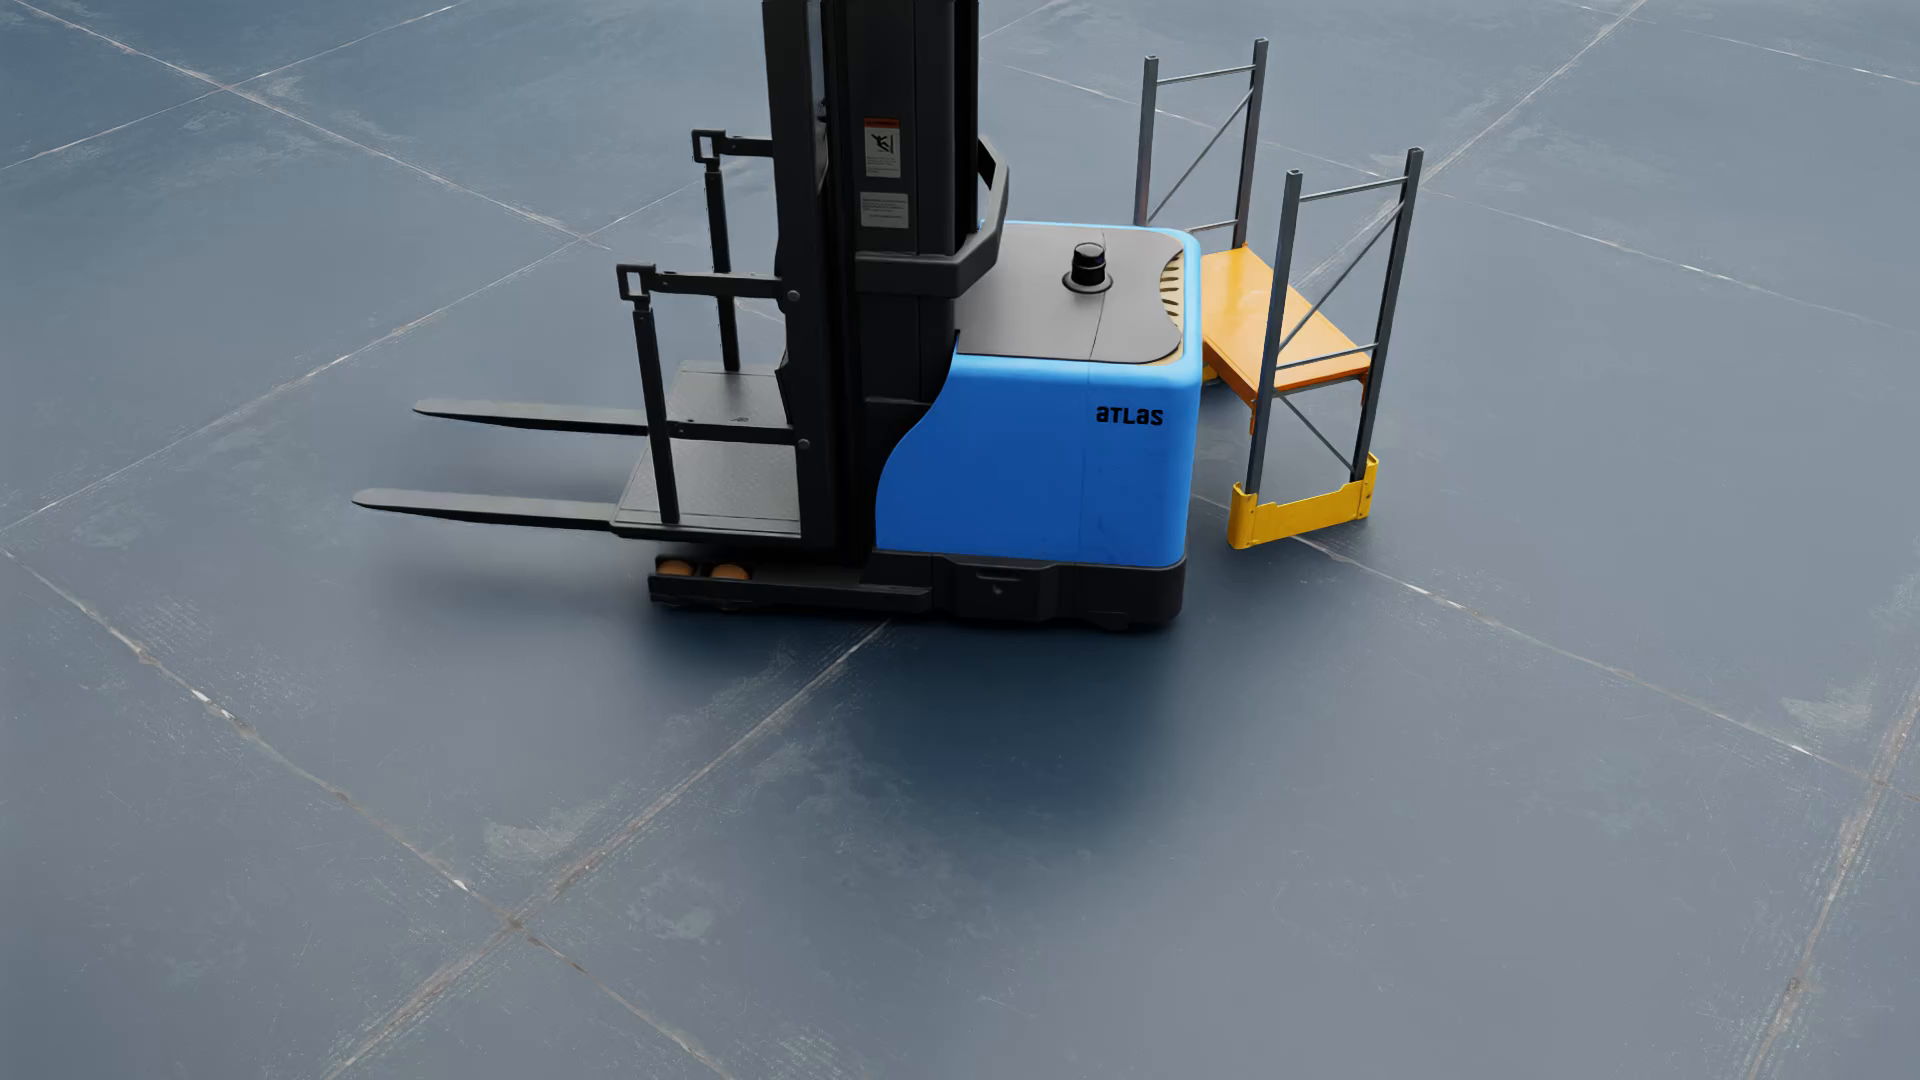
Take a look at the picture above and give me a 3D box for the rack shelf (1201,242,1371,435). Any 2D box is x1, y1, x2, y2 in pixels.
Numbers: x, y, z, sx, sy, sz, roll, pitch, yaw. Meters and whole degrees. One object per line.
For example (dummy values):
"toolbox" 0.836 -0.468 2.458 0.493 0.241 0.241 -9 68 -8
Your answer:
"rack shelf" 1.099 -0.790 6.334 0.538 0.185 1.000 -14 40 -17

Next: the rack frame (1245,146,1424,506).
"rack frame" 1.285 -0.640 5.851 0.500 1.500 0.032 -14 40 -17

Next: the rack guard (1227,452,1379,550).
"rack guard" 1.284 -0.149 6.237 0.587 0.250 0.087 -14 40 -17

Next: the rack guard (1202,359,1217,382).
"rack guard" 0.920 -0.720 6.967 0.587 0.250 0.087 -14 40 -17

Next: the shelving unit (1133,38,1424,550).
"shelving unit" 1.102 -0.926 6.217 0.587 1.500 1.083 -14 40 -17

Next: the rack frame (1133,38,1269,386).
"rack frame" 0.913 -1.223 6.596 0.500 1.500 0.032 -14 40 -17

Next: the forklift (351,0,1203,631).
"forklift" -0.683 -1.223 5.434 3.031 2.935 1.130 4 38 5
